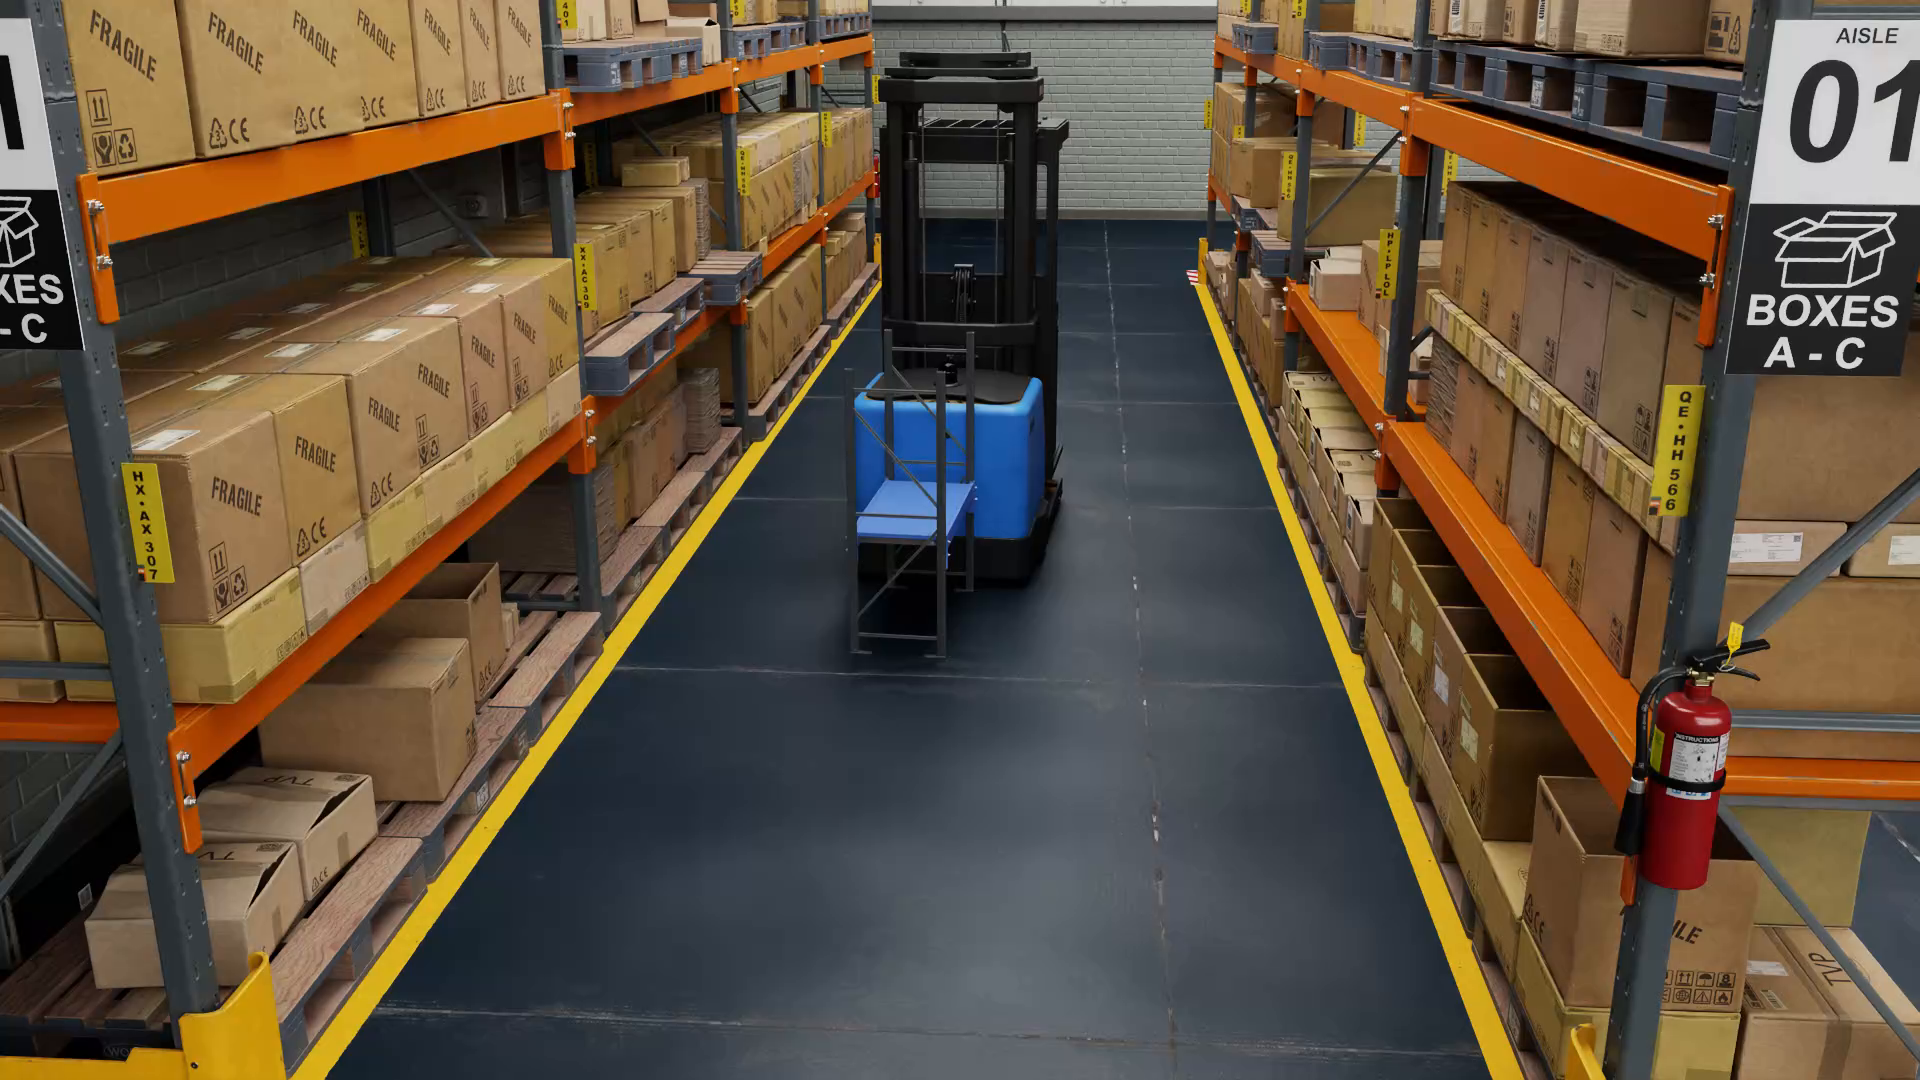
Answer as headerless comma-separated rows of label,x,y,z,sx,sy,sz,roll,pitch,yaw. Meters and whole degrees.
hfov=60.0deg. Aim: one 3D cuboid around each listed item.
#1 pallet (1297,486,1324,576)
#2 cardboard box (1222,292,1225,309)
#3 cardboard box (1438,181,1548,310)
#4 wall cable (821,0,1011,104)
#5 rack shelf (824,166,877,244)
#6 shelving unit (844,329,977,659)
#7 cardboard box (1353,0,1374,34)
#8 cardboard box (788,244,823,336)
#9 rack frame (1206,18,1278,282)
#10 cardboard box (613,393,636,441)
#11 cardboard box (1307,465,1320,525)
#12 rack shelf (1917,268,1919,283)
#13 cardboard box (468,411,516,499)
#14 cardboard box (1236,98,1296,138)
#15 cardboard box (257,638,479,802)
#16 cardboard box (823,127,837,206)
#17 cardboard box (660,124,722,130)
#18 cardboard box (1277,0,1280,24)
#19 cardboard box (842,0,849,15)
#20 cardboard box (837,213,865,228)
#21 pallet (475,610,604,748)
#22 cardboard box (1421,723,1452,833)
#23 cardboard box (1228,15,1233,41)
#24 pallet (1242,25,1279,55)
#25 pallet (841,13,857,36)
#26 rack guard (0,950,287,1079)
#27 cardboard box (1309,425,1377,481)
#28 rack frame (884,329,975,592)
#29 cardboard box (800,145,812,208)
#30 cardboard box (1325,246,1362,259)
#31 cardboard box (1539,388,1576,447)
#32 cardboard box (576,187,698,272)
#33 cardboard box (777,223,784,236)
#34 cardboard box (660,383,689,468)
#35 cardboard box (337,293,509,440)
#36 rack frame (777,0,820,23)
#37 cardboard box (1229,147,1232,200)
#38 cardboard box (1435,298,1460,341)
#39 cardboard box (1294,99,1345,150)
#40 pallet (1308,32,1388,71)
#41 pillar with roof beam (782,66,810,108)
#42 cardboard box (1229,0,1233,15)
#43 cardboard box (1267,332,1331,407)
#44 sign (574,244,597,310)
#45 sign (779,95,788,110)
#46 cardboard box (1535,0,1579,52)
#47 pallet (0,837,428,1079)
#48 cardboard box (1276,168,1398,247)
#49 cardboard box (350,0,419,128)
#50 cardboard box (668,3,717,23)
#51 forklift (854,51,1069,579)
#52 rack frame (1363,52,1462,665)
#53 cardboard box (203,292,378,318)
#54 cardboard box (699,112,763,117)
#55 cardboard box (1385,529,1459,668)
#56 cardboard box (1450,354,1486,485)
pallet,2.660,-0.061,10.270,1.003,0.211,1.213,1,18,4
cardboard box,2.860,-2.417,16.853,0.380,0.149,0.250,1,18,4
cardboard box,2.536,-1.303,7.337,0.700,0.500,0.500,1,18,4
wall cable,-0.758,-7.737,24.569,3.097,2.526,0.112,1,18,4
rack shelf,-1.663,-3.650,17.900,1.077,0.370,4.000,1,18,4
shelving unit,-0.244,-0.273,8.848,0.538,1.500,1.048,3,18,8
cardboard box,2.872,-3.430,10.824,0.500,0.250,0.500,0,18,0
cardboard box,-1.723,-2.344,15.537,0.750,0.750,0.750,1,18,5
rack frame,3.421,-4.503,19.350,1.000,3.000,0.127,1,18,4
cardboard box,-2.282,-0.791,10.123,0.500,0.250,0.500,1,18,2
cardboard box,2.414,-0.279,10.198,0.500,0.250,0.500,2,18,5
rack shelf,7.932,-2.186,13.434,1.077,0.370,4.000,1,18,4
cardboard box,-2.176,-0.359,6.911,0.500,0.250,0.500,1,18,4
cardboard box,2.913,-3.947,15.884,0.500,0.500,0.500,1,18,4
cardboard box,-2.384,0.719,6.721,0.700,0.500,0.500,0,18,0
cardboard box,-1.751,-3.681,16.358,0.980,0.700,0.700,2,18,5
cardboard box,-2.203,-3.308,13.826,0.500,0.250,0.500,1,18,3
cardboard box,3.000,-4.618,13.887,0.600,0.600,0.600,1,18,3
cardboard box,-1.414,-5.498,16.973,0.500,0.250,0.500,1,18,2
cardboard box,-1.298,-3.669,19.102,0.380,0.149,0.250,1,18,3
pallet,-2.393,0.649,8.105,1.003,0.211,1.213,1,18,4
cardboard box,2.114,0.934,6.498,0.500,0.250,0.500,1,18,4
cardboard box,3.019,-5.238,17.015,0.500,0.250,0.500,1,18,4
pallet,2.947,-4.074,13.524,1.213,0.211,1.003,1,18,4
pallet,-1.647,-5.386,17.367,1.003,0.211,1.213,1,18,4
rack guard,-2.661,1.521,4.979,1.175,0.500,0.348,1,18,4
cardboard box,2.413,-0.541,10.097,0.500,0.311,0.500,1,18,3
rack frame,-0.169,-0.430,9.326,0.500,1.500,0.032,3,18,8
cardboard box,-1.615,-3.261,14.888,0.500,0.500,0.500,1,18,4
cardboard box,2.778,-1.864,11.439,0.500,0.311,0.500,2,18,7
cardboard box,2.203,-0.415,5.670,0.380,0.149,0.250,2,18,5
cardboard box,-2.130,-2.064,11.039,0.700,0.500,0.500,0,18,-1
cardboard box,-1.714,-2.674,14.136,0.380,0.149,0.250,2,18,6
cardboard box,-2.246,-0.767,11.255,0.700,0.500,0.500,1,18,4
cardboard box,-2.182,-0.715,6.794,0.500,0.500,0.500,1,18,2
rack frame,-1.806,-6.221,14.958,1.000,3.000,0.127,1,18,4
cardboard box,2.950,-3.630,16.523,0.500,0.500,0.500,2,18,5
cardboard box,2.331,-0.975,7.380,0.380,0.149,0.250,2,18,5
cardboard box,3.449,-3.924,15.814,0.500,0.500,0.500,2,18,5
pallet,2.888,-3.142,10.680,1.213,0.211,1.003,2,18,6
pillar with roof beam,2.105,-8.225,21.074,9.100,9.000,0.400,1,18,4
cardboard box,3.013,-5.476,16.937,0.500,0.250,0.500,1,18,4
cardboard box,2.681,-1.336,12.990,0.500,0.500,0.500,2,18,6
sign,-1.838,-1.288,8.145,0.100,0.325,0.005,1,18,4
sign,-2.073,-5.076,19.580,0.100,0.325,0.005,1,18,4
cardboard box,2.134,-1.720,5.280,0.500,0.311,0.500,3,18,10
pallet,-2.568,1.406,5.792,1.003,0.211,1.213,1,18,4
cardboard box,2.781,-2.464,12.290,0.700,0.500,0.500,-5,19,-15
cardboard box,-2.269,-1.719,5.841,0.500,0.500,0.500,2,18,7
cardboard box,-2.116,-3.959,12.005,0.700,0.500,0.500,0,18,0
forklift,0.093,-1.587,10.558,1.130,2.935,3.031,3,18,8
rack frame,2.561,-0.776,7.975,1.000,3.000,0.127,1,18,4
cardboard box,-2.704,-0.724,6.820,0.500,0.500,0.500,2,18,5
cardboard box,-2.099,-3.788,15.292,0.500,0.250,0.500,2,18,6
cardboard box,2.188,0.267,7.329,0.500,0.500,0.500,1,18,4
cardboard box,2.504,-0.522,7.039,0.700,0.500,0.500,1,18,3
